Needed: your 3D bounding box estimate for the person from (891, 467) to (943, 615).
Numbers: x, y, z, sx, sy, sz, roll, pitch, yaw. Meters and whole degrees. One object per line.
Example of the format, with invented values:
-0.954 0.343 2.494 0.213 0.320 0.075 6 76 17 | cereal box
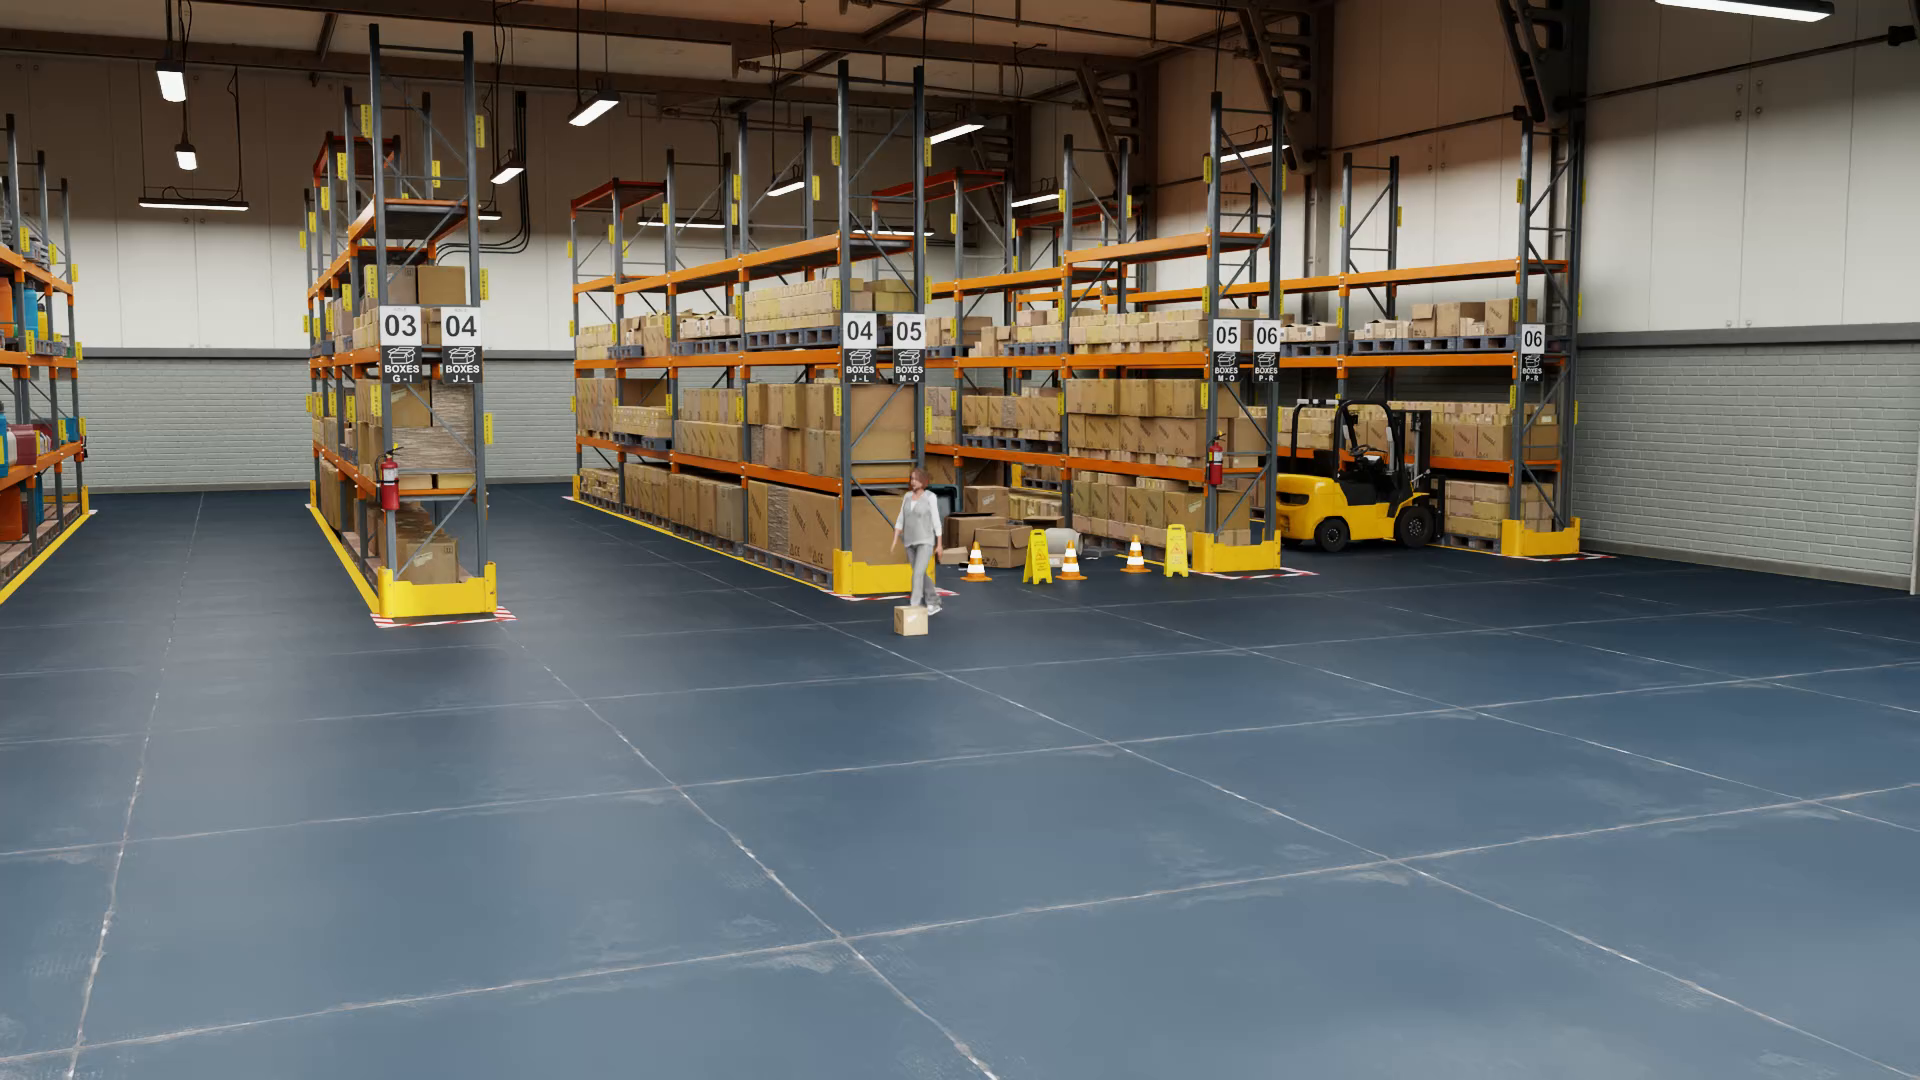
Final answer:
-0.441 0.042 16.783 0.438 1.546 0.923 4 7 34 | person
